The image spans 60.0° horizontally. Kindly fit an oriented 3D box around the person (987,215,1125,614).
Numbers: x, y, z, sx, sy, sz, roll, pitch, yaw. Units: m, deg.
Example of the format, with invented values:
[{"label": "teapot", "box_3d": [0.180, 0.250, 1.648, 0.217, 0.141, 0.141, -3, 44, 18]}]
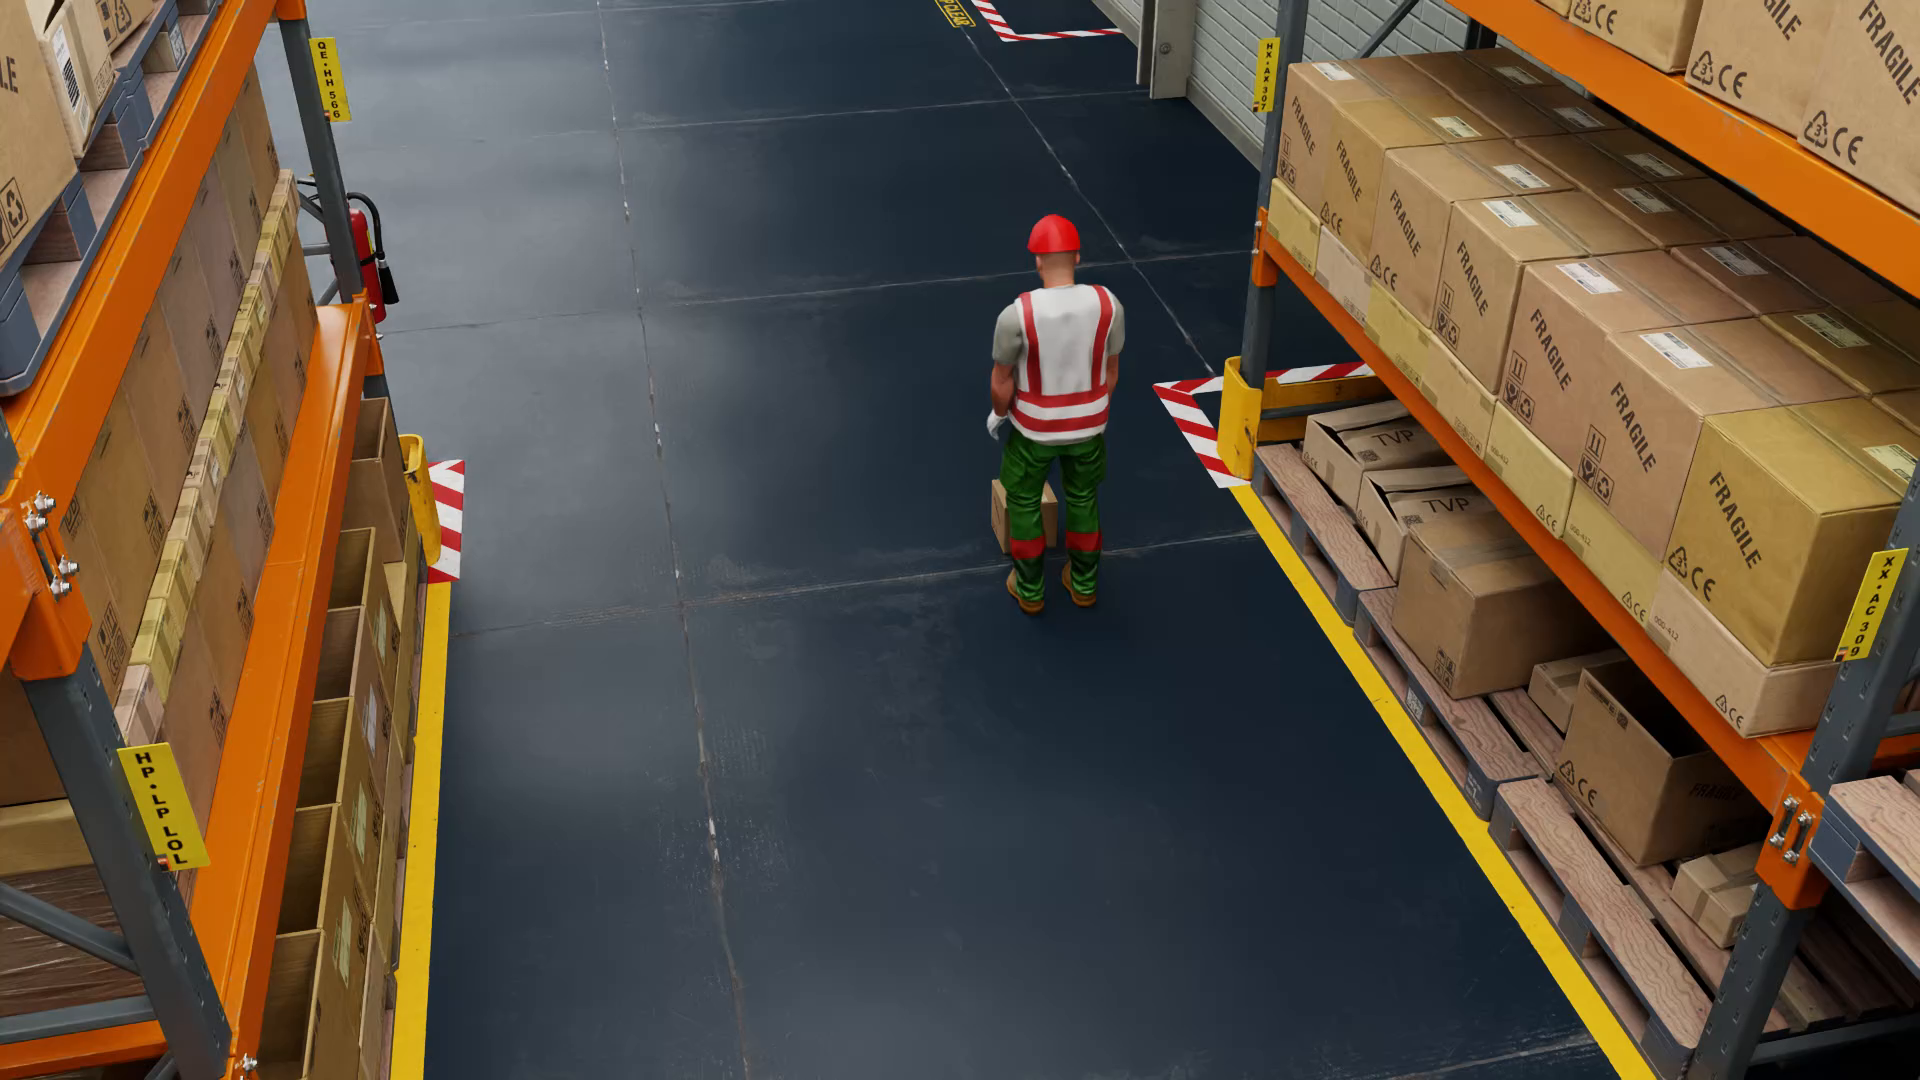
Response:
[{"label": "person", "box_3d": [0.381, -0.491, 6.873, 0.534, 1.763, 0.400, -6, 35, -9]}]
